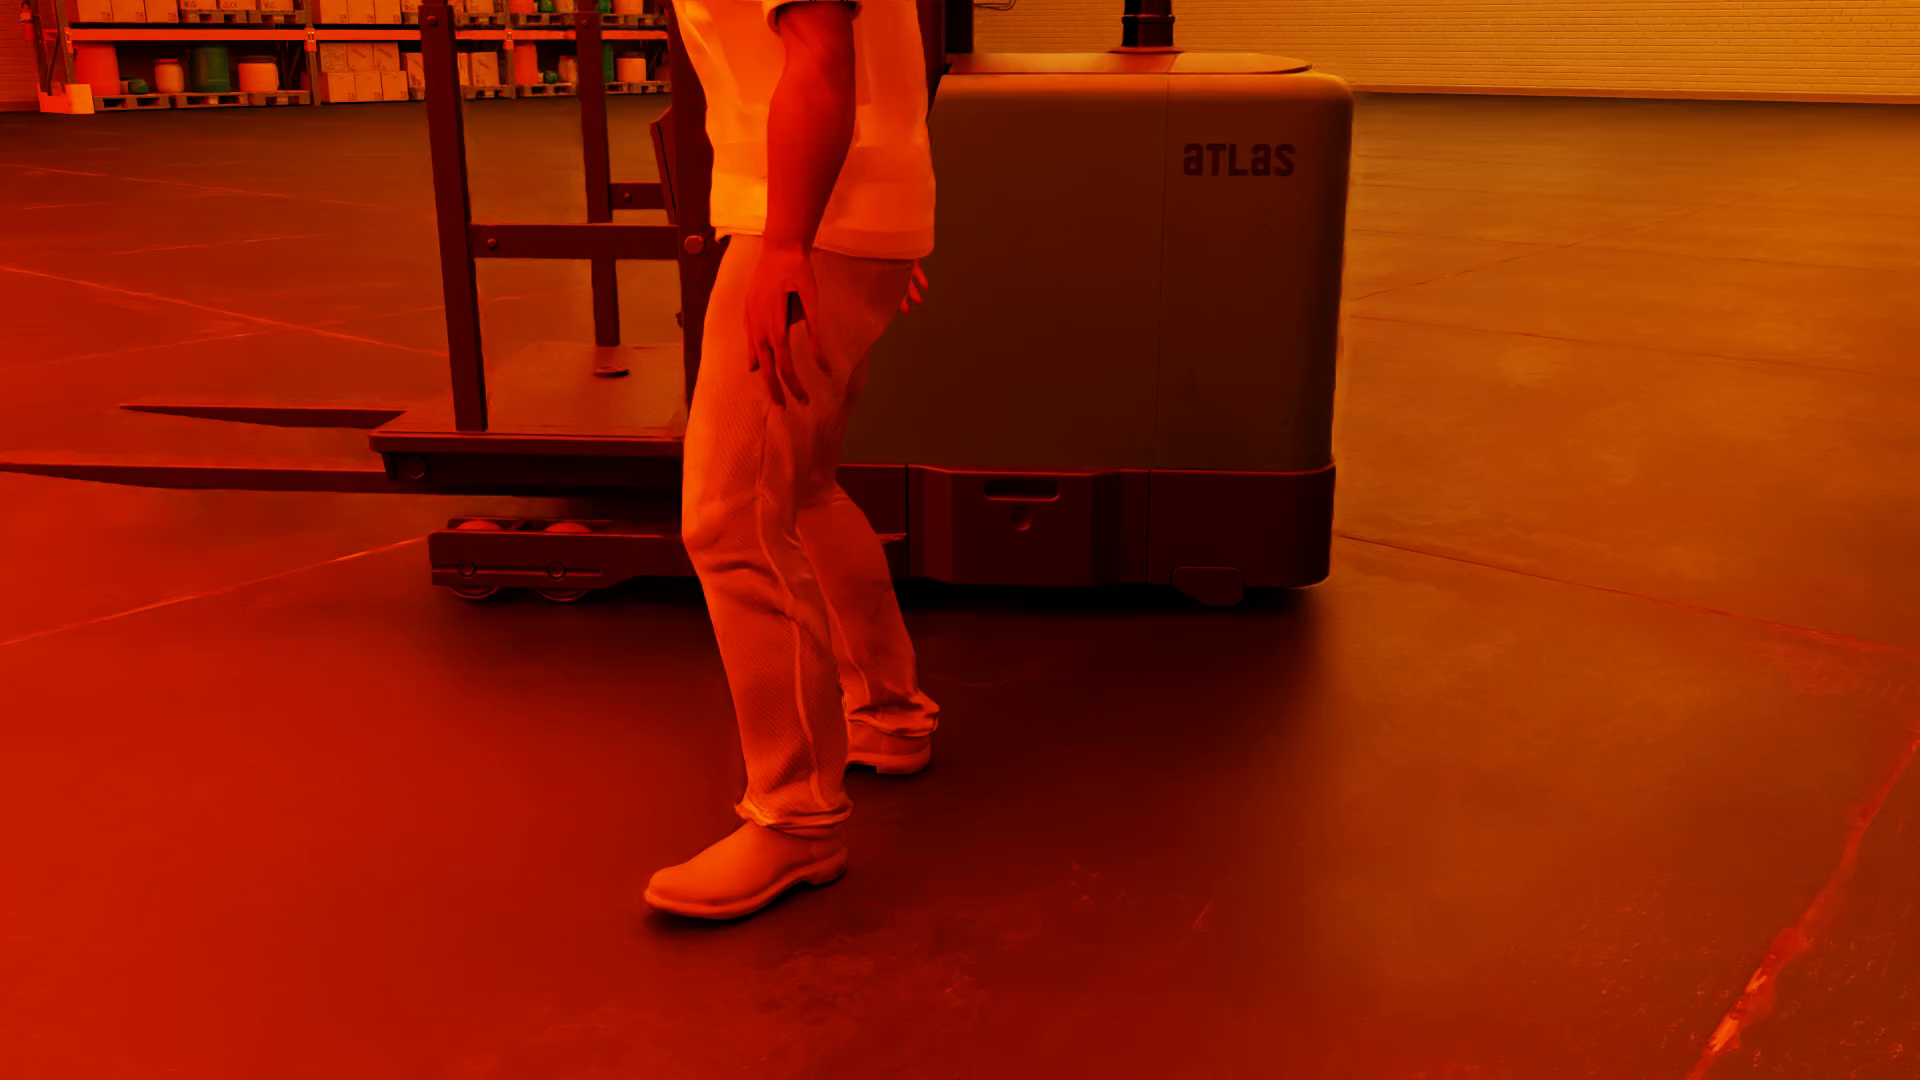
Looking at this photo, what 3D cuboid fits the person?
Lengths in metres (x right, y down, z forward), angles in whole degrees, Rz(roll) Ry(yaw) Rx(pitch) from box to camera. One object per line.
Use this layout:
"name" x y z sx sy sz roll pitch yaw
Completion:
"person" -0.256 -0.431 2.380 0.444 1.732 0.866 0 17 1

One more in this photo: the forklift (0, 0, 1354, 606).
"forklift" -0.707 -1.423 3.582 3.031 2.935 1.130 1 17 5
